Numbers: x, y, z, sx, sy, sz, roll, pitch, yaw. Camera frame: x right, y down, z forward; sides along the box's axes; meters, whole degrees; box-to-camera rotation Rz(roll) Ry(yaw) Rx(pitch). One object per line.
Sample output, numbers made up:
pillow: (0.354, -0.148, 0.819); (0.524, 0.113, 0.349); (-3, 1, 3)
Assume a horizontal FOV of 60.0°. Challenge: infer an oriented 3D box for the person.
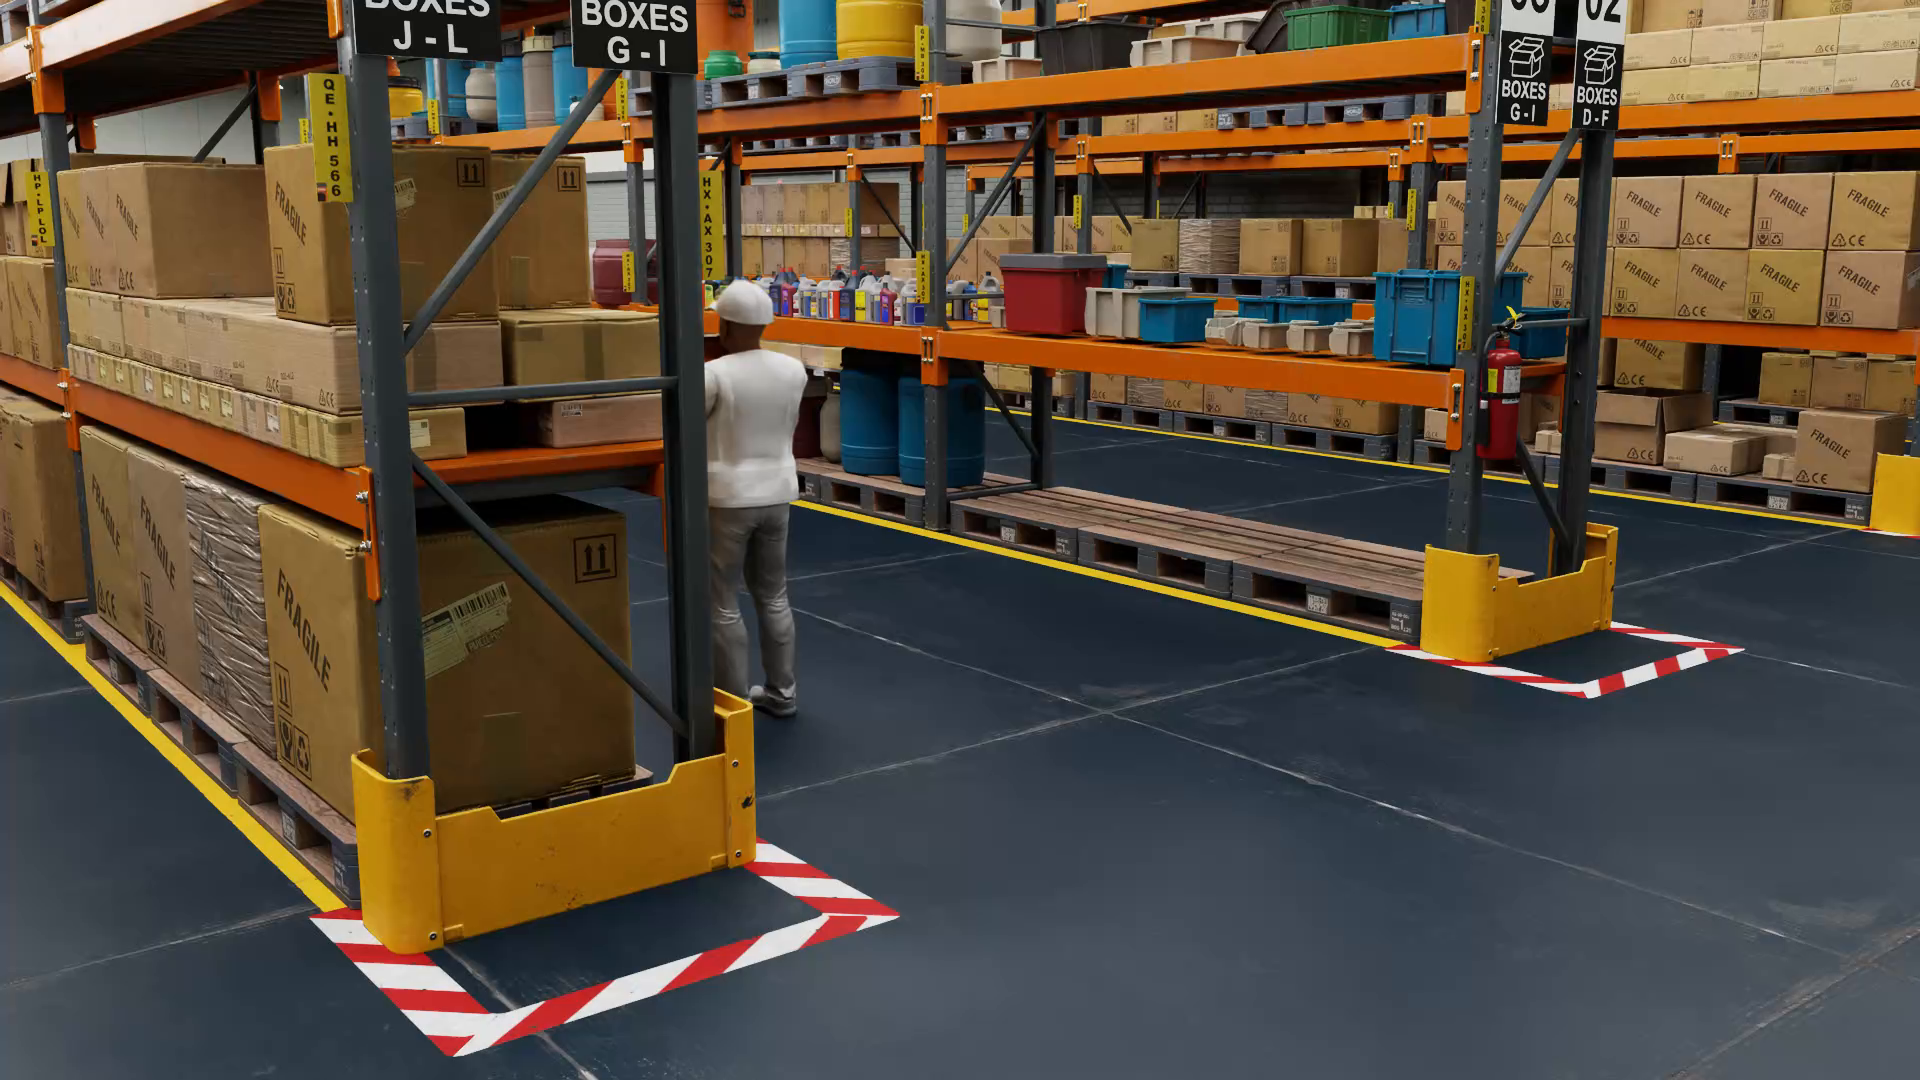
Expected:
person: (-0.923, -0.156, 6.688); (0.507, 1.765, 0.576); (-9, 14, -38)
